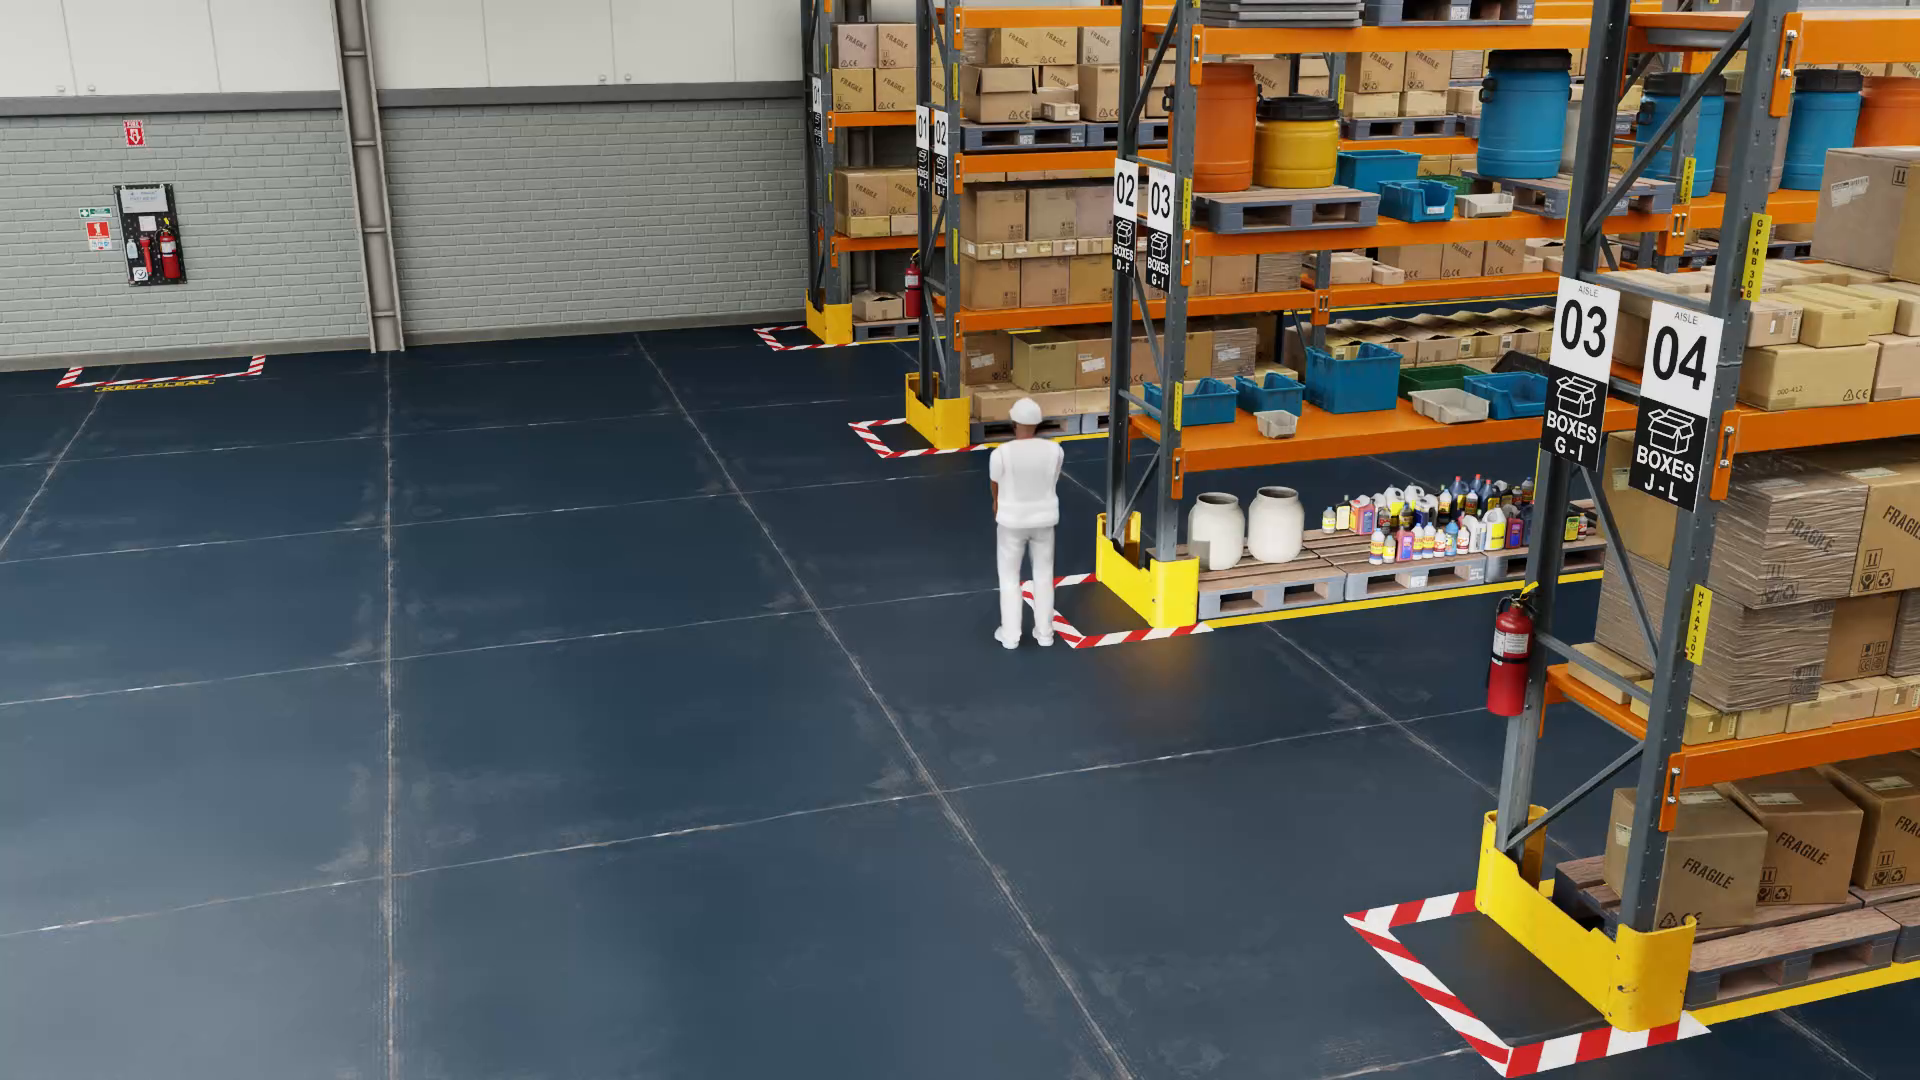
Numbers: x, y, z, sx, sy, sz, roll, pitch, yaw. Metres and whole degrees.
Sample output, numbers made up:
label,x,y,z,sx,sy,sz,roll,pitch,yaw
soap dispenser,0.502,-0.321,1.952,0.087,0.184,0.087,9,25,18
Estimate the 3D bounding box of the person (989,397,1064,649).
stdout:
label,x,y,z,sx,sy,sz,roll,pitch,yaw
person,0.426,-0.150,11.465,0.505,1.763,0.559,-4,19,-10
